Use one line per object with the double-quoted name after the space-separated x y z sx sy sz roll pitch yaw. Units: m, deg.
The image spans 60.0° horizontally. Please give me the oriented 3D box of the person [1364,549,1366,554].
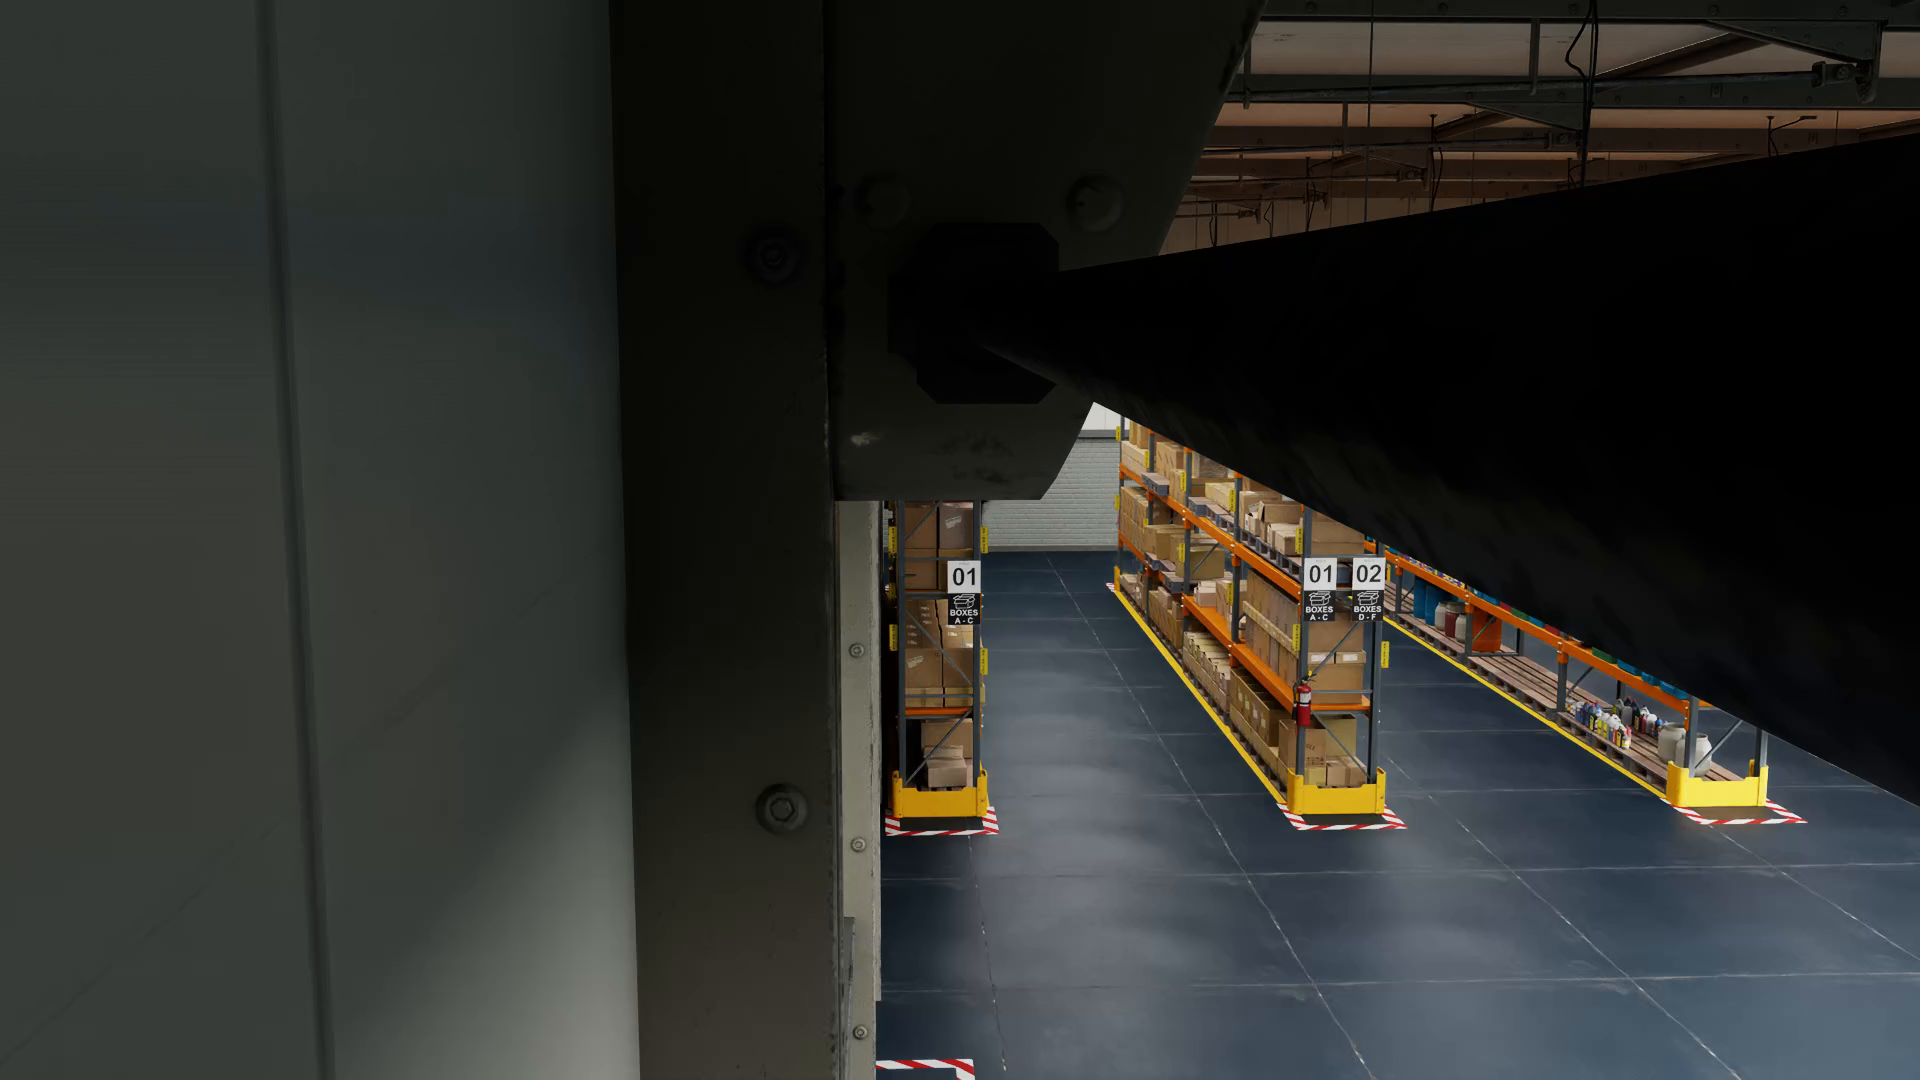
9.346 -0.141 39.514 0.849 1.678 0.626 2 9 15 "person"
